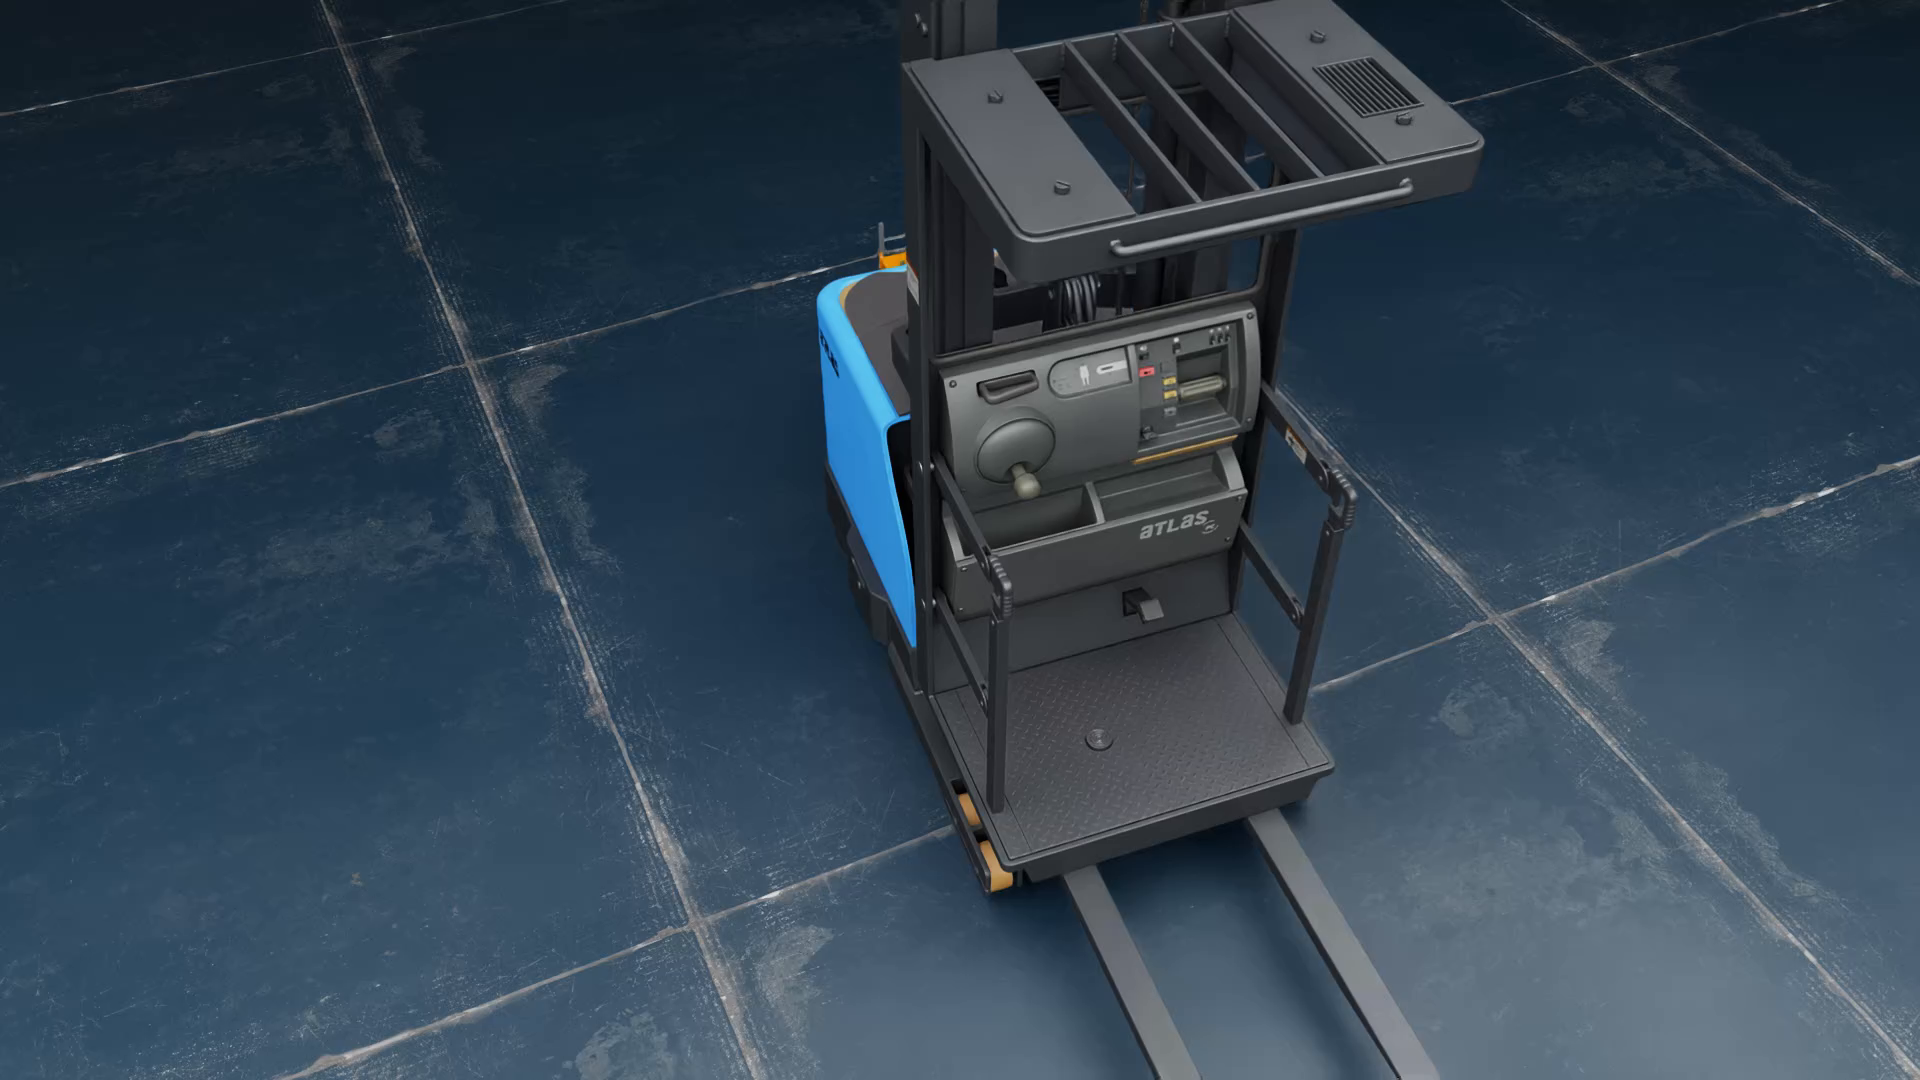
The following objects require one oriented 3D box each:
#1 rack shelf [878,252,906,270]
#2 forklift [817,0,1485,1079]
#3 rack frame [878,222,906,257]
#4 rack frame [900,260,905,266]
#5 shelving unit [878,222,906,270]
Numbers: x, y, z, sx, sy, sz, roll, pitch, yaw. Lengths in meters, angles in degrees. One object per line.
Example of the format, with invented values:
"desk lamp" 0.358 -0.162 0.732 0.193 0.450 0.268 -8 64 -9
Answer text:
"rack shelf" -0.153 -0.885 6.011 0.215 0.259 0.240 -14 46 -14
"forklift" 0.478 -0.290 4.457 1.130 2.935 3.031 -14 46 -14
"rack frame" -0.195 -0.772 6.284 0.200 1.050 0.008 -14 46 -14
"rack frame" -0.112 -0.610 6.121 0.200 1.050 0.008 -14 46 -14
"shelving unit" -0.153 -0.691 6.203 0.215 1.050 0.252 -14 46 -14
